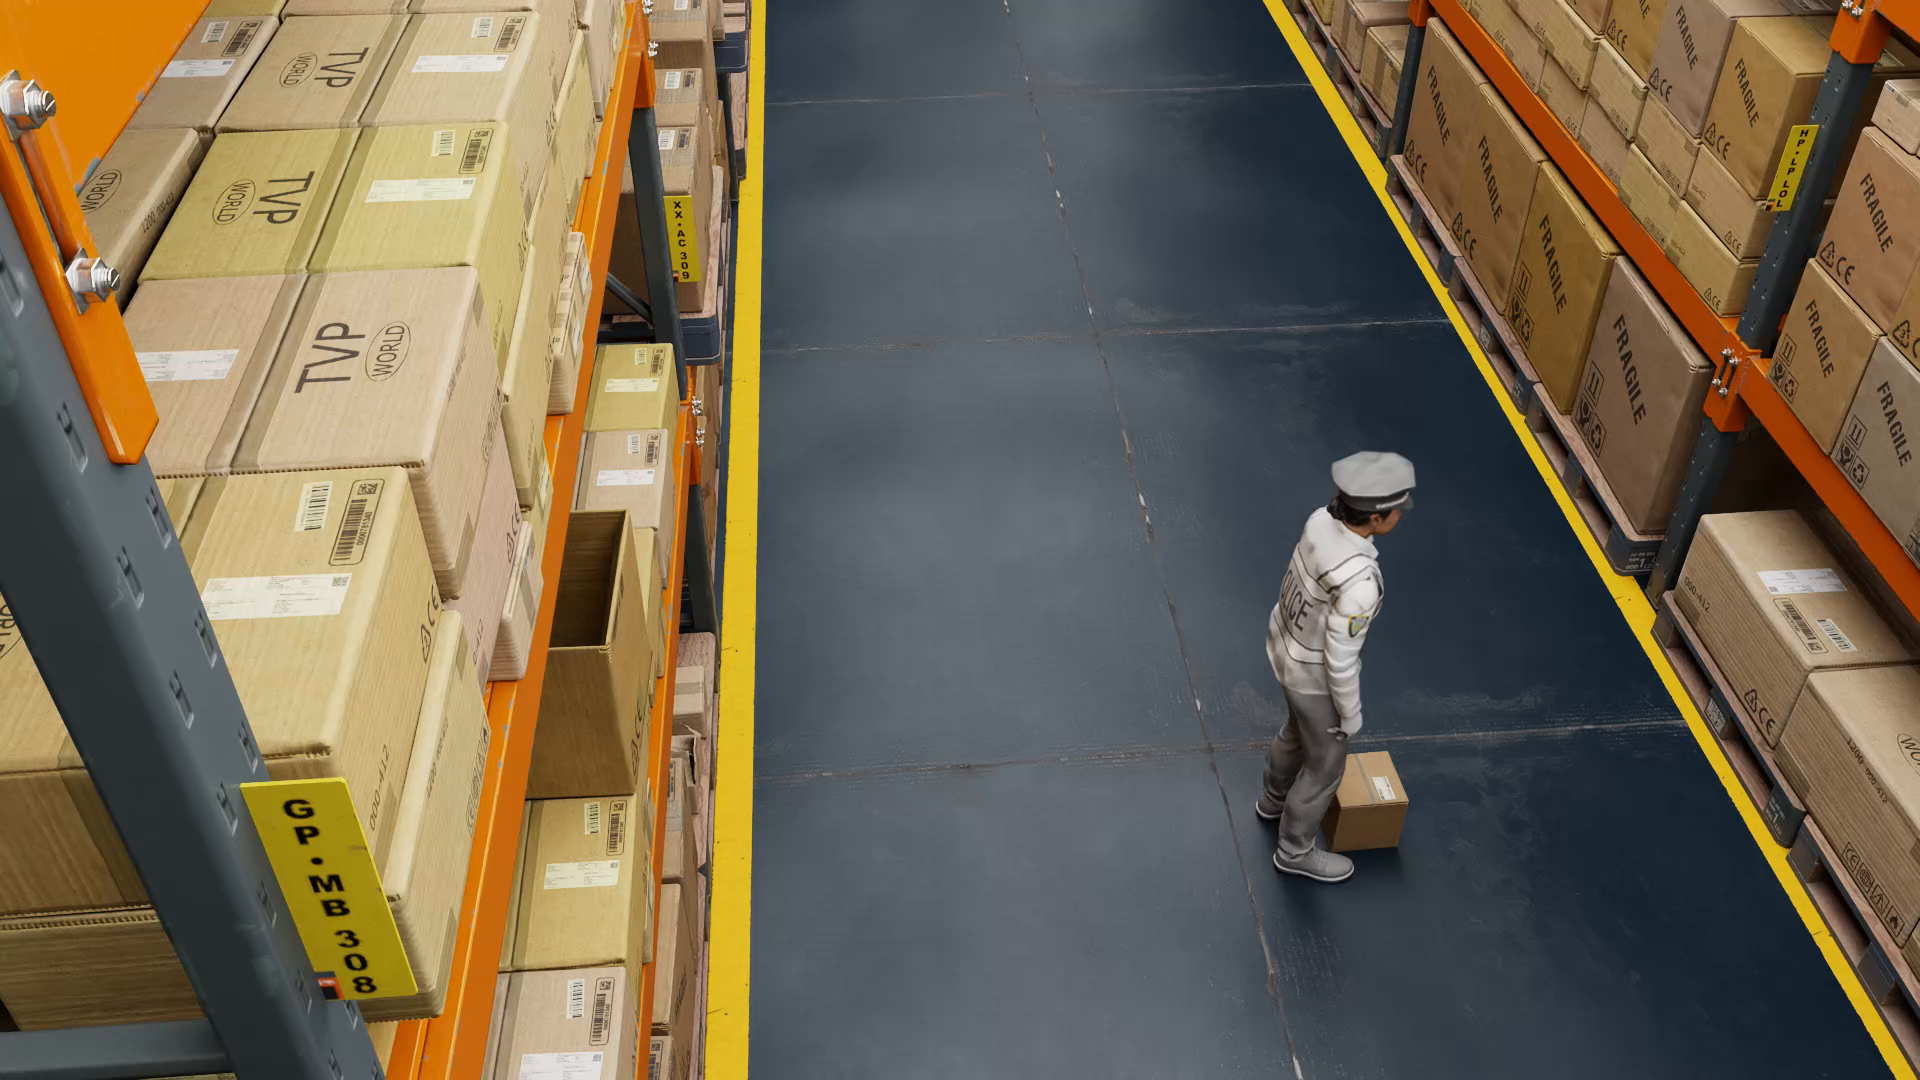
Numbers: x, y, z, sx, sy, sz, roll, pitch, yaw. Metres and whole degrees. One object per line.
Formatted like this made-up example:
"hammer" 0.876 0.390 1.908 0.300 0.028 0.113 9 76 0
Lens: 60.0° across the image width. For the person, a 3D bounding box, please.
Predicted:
"person" 1.242 0.453 5.599 0.358 1.663 0.449 -3 39 -4
